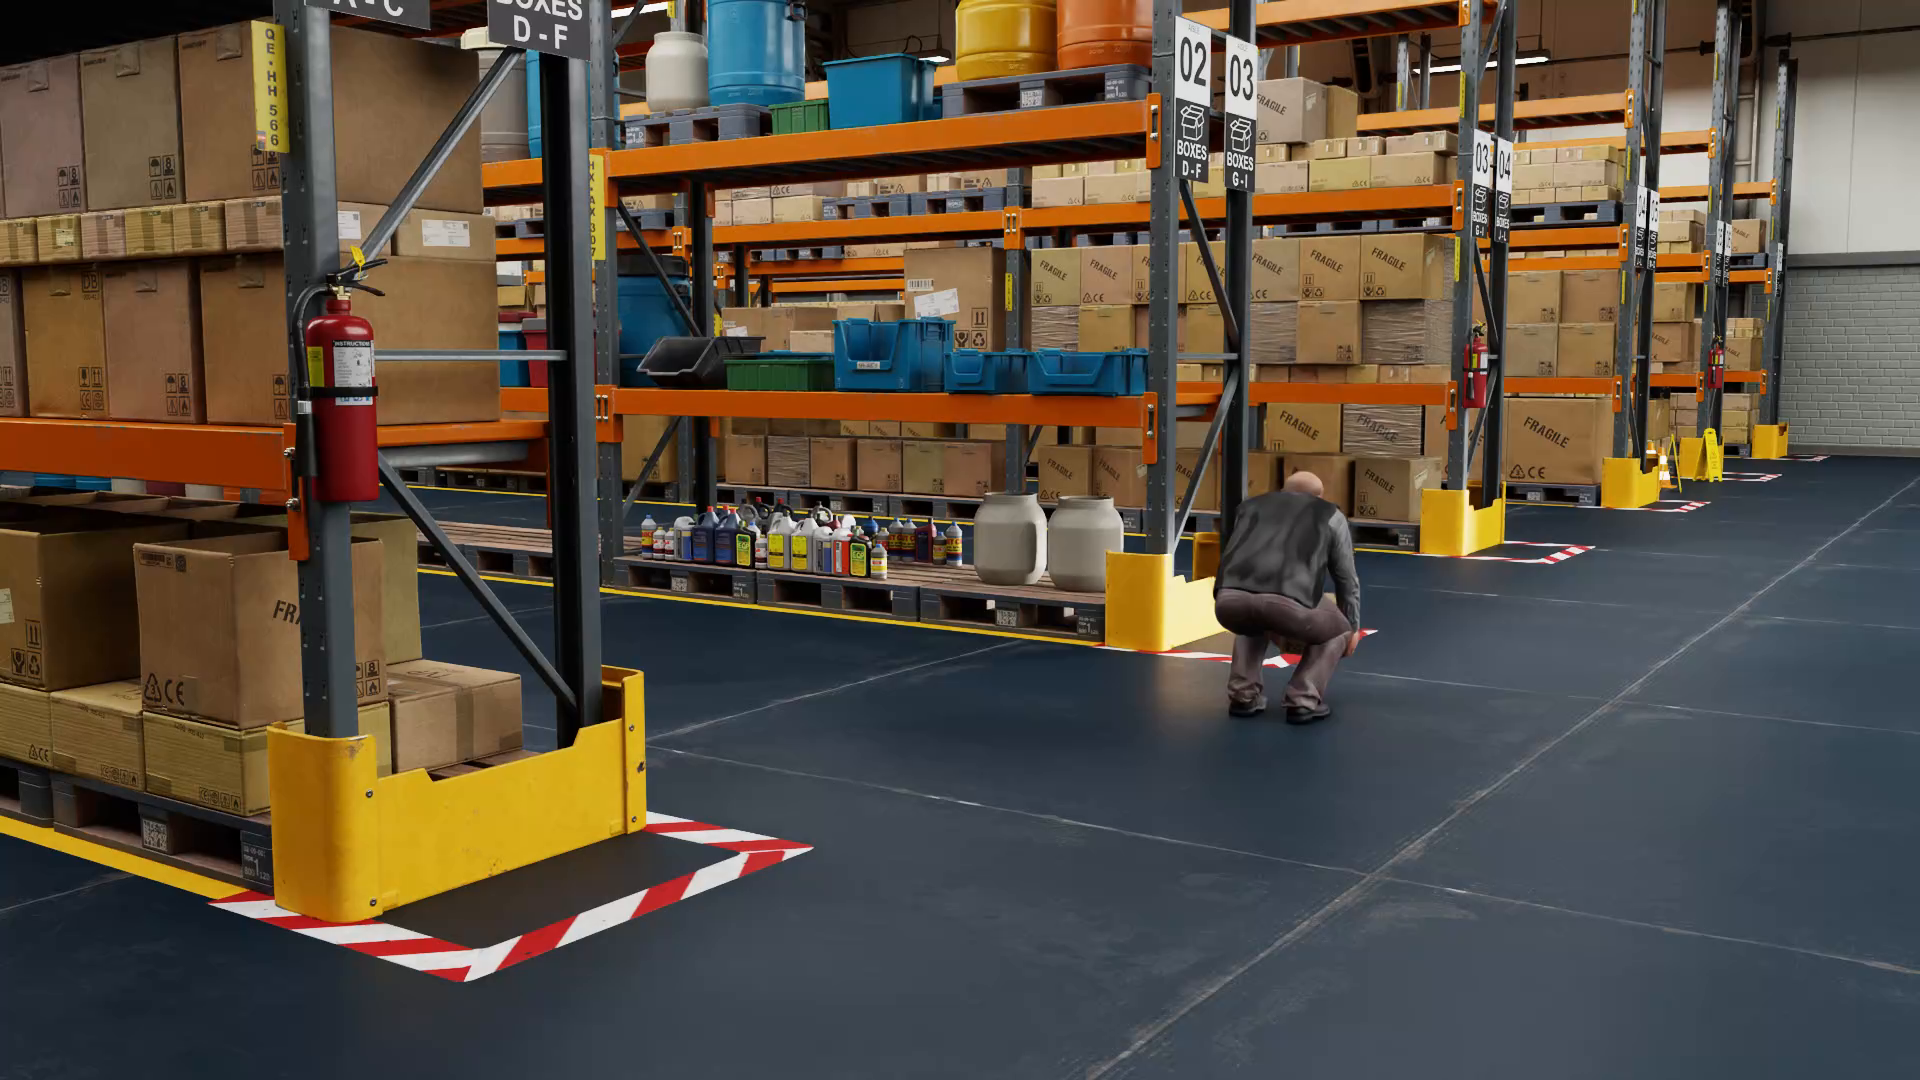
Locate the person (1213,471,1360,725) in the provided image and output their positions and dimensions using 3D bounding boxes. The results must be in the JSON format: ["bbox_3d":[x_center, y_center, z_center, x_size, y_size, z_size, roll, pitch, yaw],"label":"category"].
[{"bbox_3d":[1.372,0.230,7.081,0.550,1.009,0.861,4,7,33],"label":"person"}]
